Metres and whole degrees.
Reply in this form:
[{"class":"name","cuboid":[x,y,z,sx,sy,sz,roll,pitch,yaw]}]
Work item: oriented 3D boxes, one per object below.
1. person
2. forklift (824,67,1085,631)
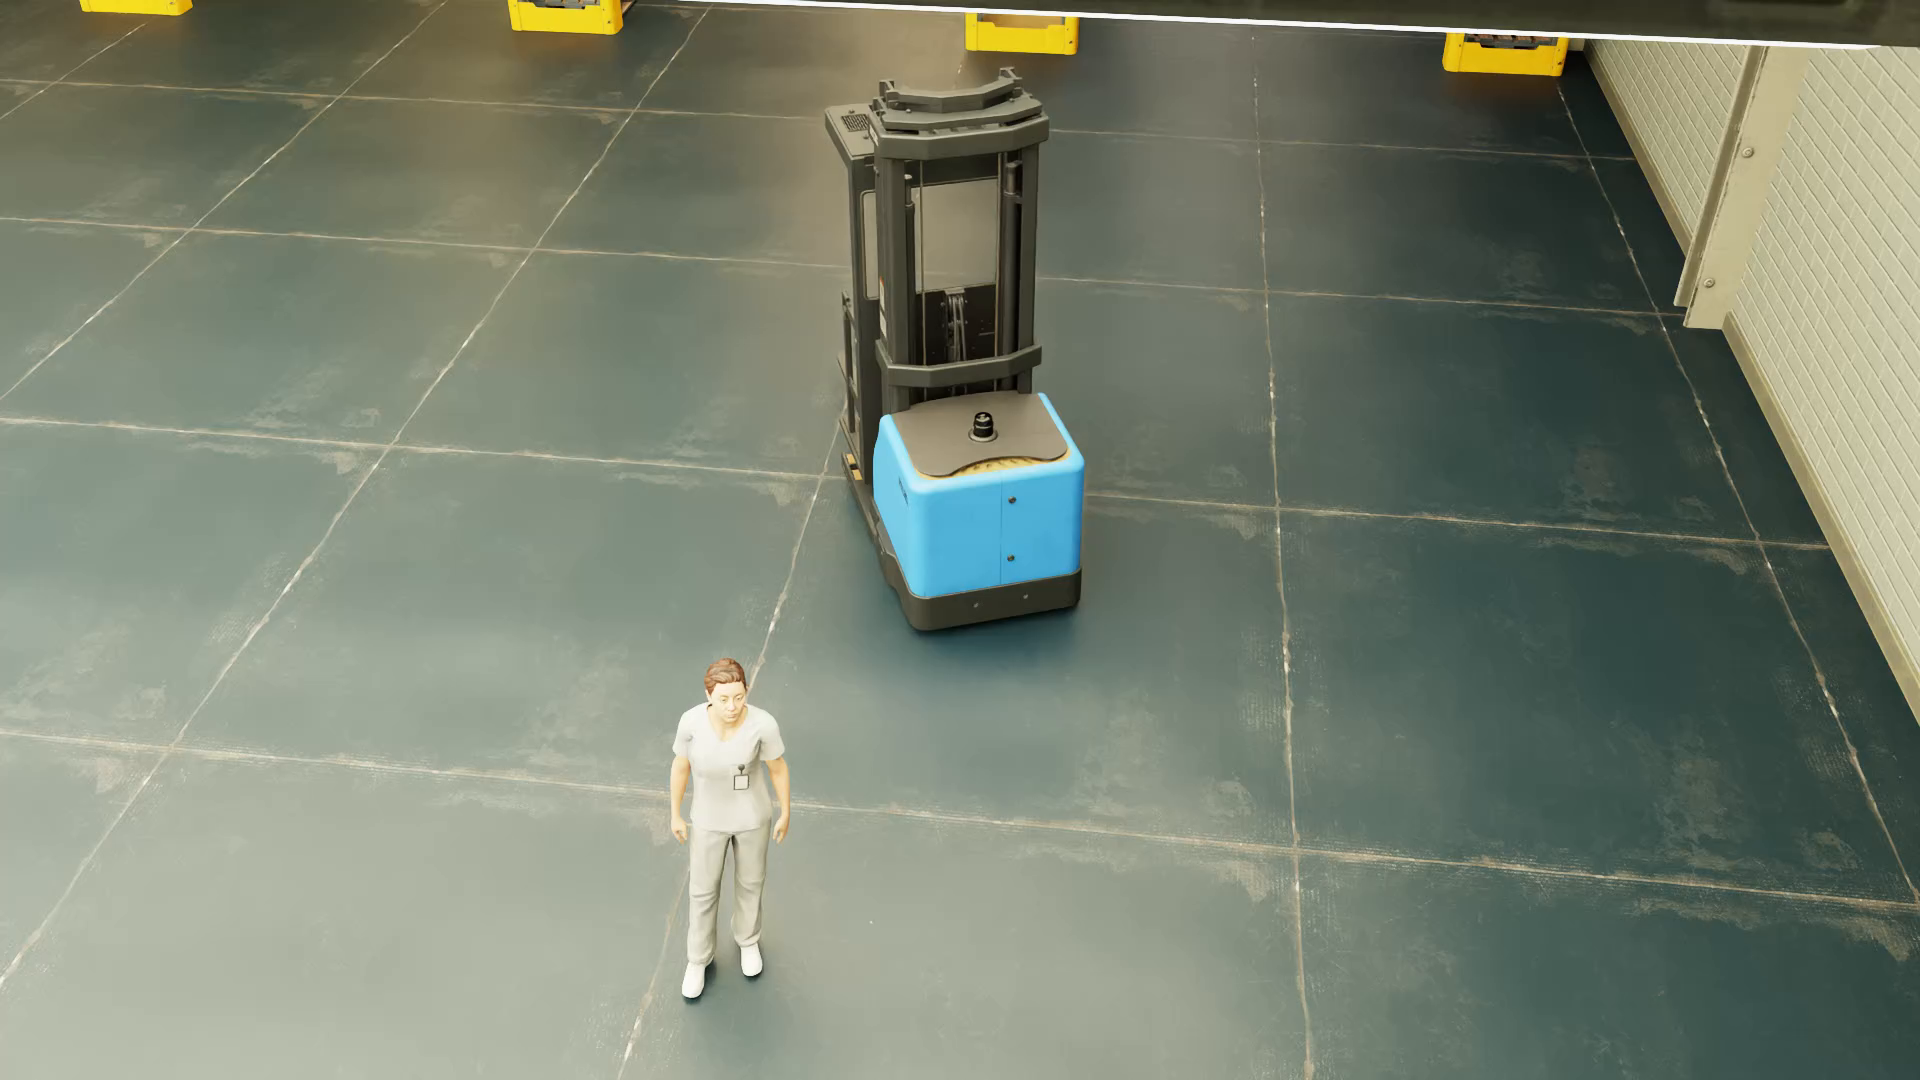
[{"class":"person","cuboid":[-1.020,1.271,7.352,0.550,1.676,0.550,-2,36,-3]},{"class":"forklift","cuboid":[-0.159,-1.528,10.103,1.130,2.935,3.031,-9,37,-12]}]
